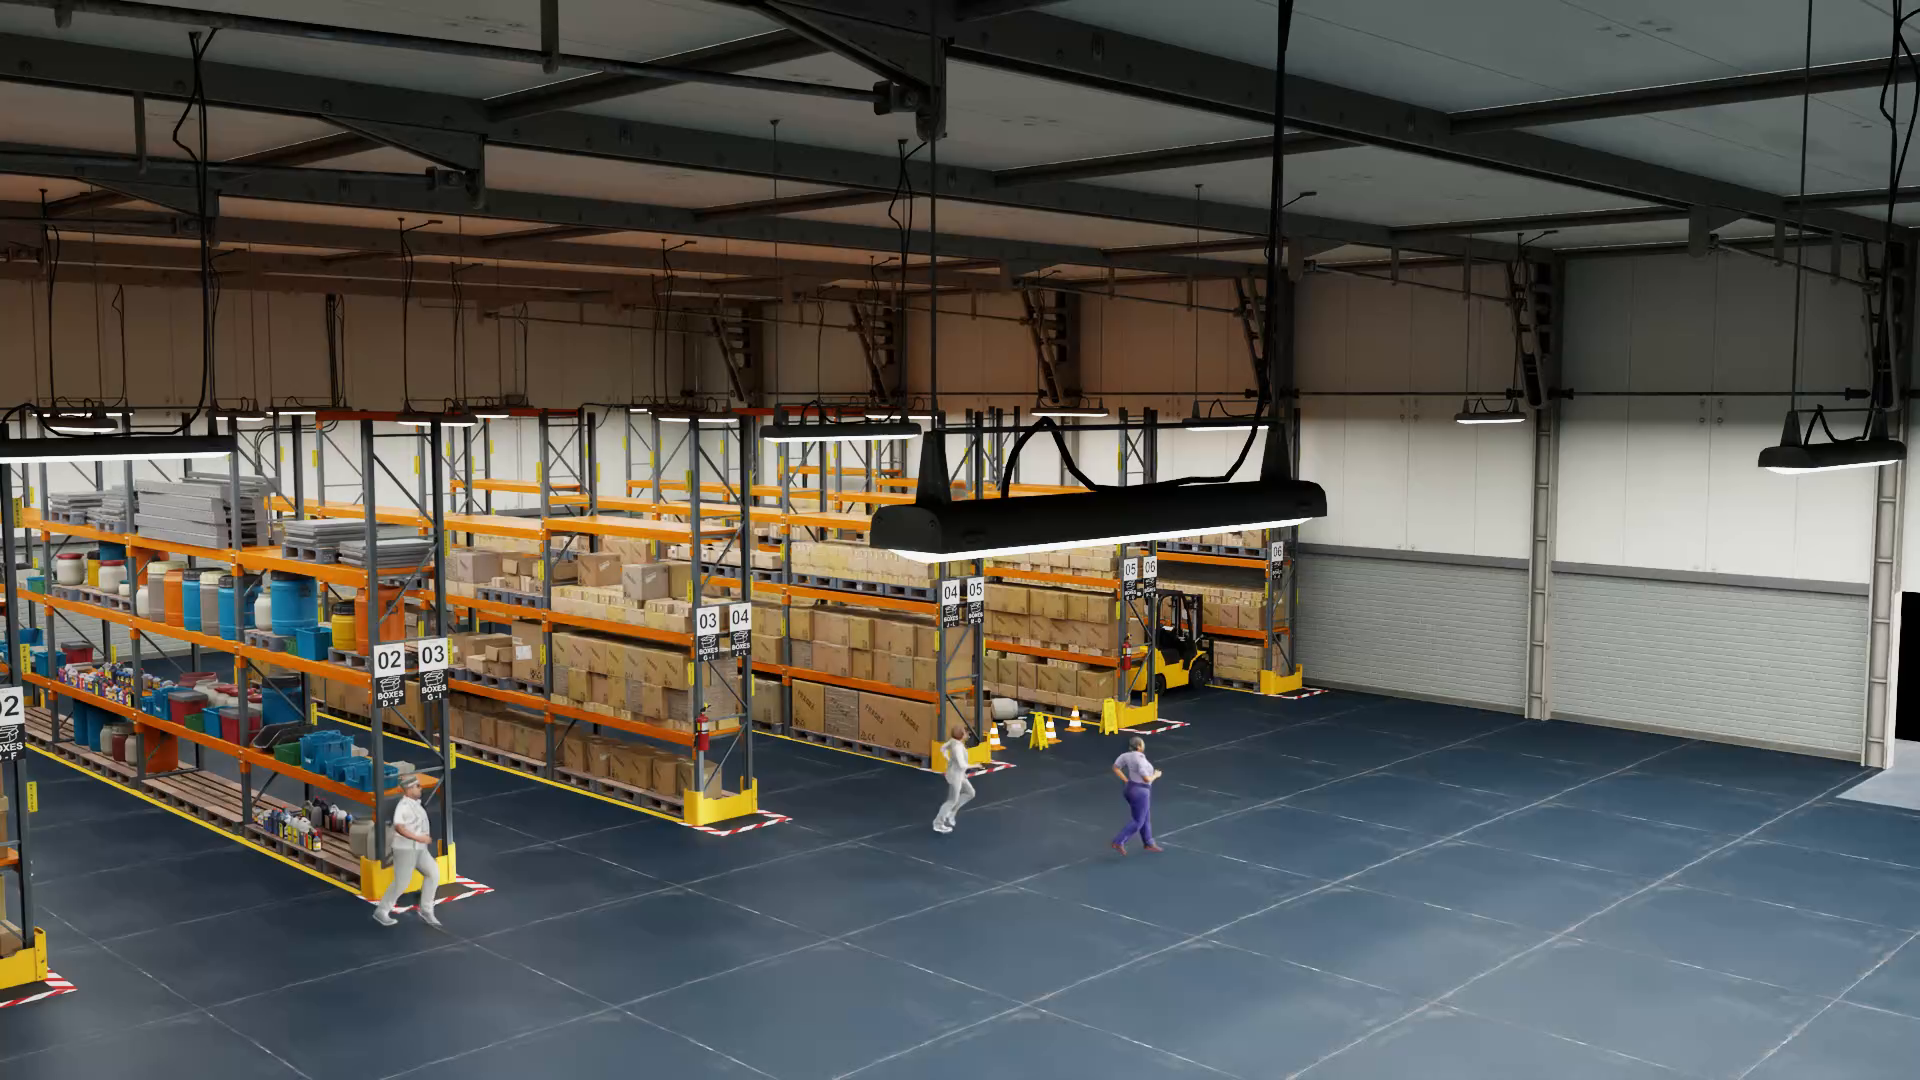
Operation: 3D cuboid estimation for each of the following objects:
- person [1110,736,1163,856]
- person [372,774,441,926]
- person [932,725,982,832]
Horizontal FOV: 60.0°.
[{"bbox_3d":[2.415,3.481,22.629,0.880,1.647,0.608,-2,5,-22],"label":"person"},{"bbox_3d":[-6.573,3.713,19.878,0.762,1.814,0.739,0,5,1],"label":"person"},{"bbox_3d":[-0.037,3.419,23.959,0.734,1.550,0.560,0,5,-4],"label":"person"}]
